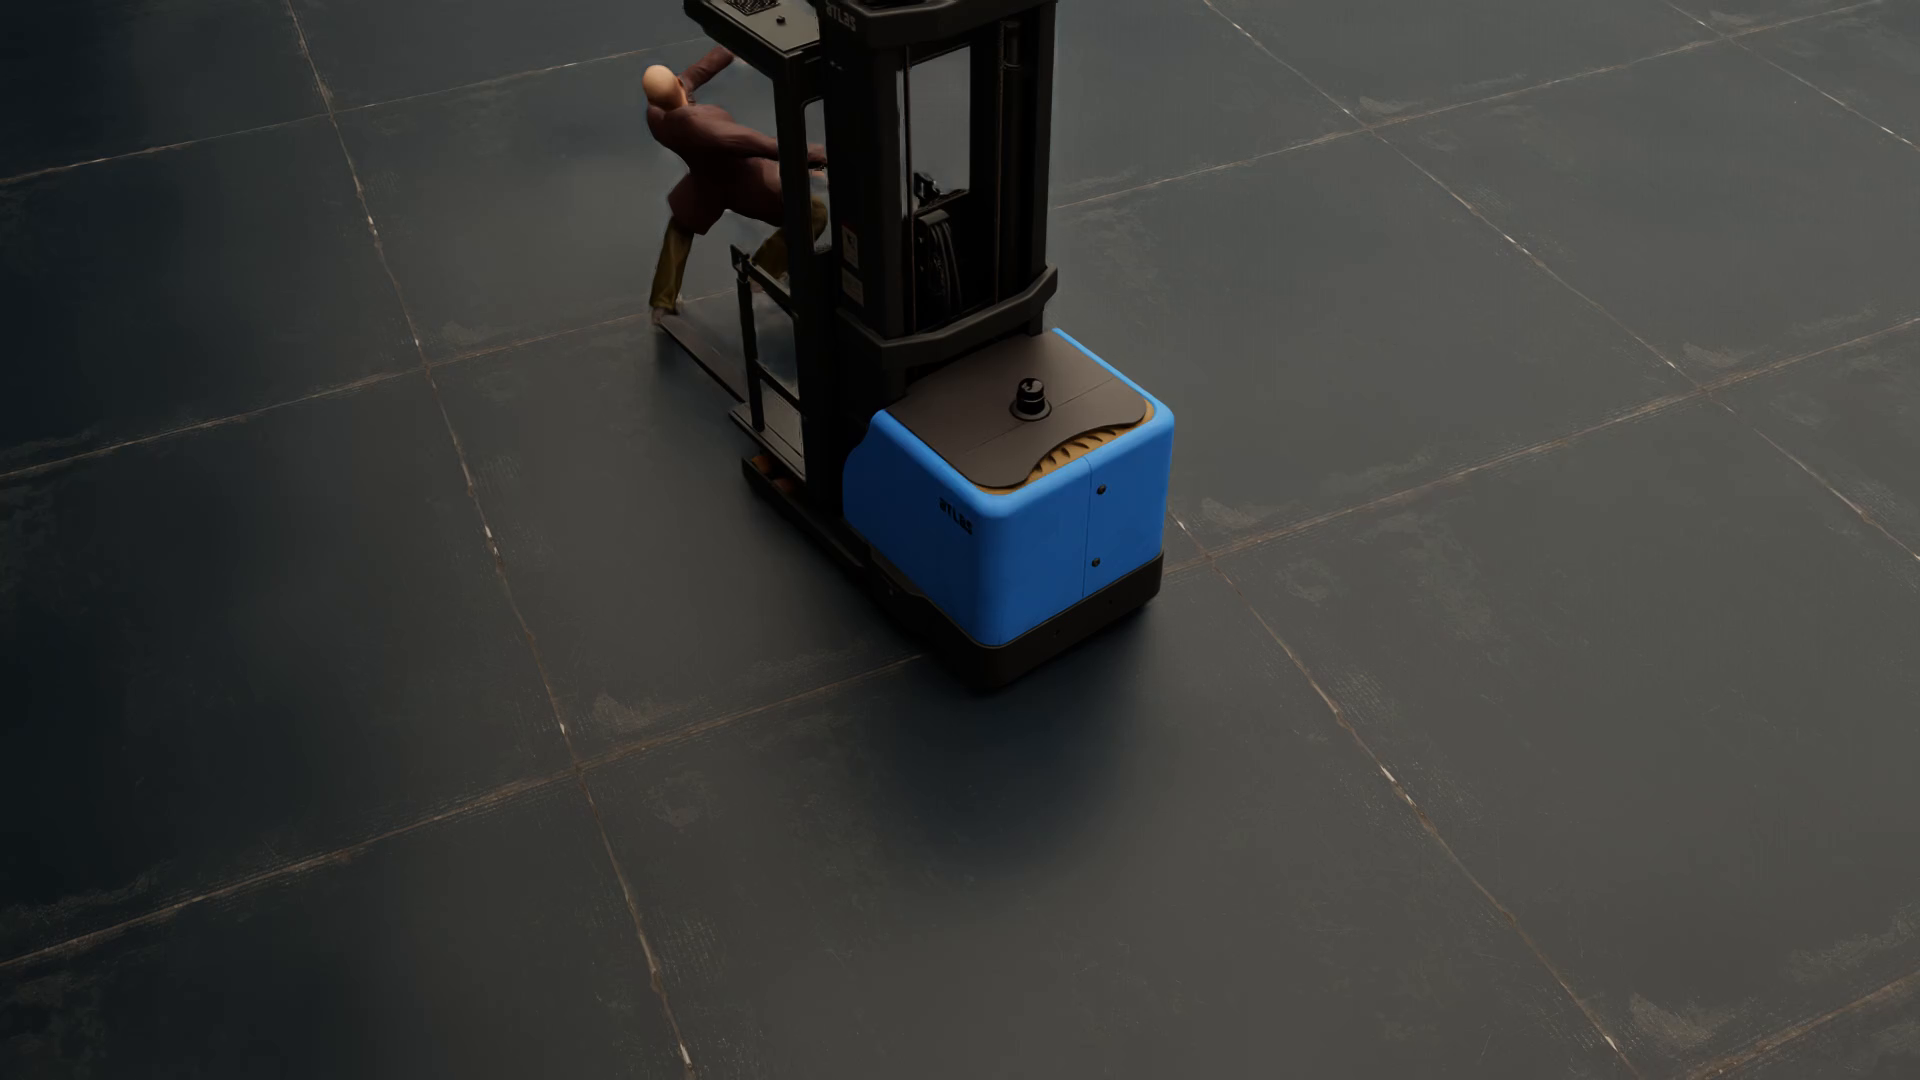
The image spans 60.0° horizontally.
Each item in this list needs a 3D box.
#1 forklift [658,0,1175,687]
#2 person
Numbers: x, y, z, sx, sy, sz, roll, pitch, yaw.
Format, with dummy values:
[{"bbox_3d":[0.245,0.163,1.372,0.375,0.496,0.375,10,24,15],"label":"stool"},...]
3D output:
[{"bbox_3d":[-0.398,-1.401,7.181,1.130,2.935,3.031,-28,50,-27],"label":"forklift"},{"bbox_3d":[-1.101,-1.802,8.601,1.035,1.507,0.869,11,44,12],"label":"person"}]
